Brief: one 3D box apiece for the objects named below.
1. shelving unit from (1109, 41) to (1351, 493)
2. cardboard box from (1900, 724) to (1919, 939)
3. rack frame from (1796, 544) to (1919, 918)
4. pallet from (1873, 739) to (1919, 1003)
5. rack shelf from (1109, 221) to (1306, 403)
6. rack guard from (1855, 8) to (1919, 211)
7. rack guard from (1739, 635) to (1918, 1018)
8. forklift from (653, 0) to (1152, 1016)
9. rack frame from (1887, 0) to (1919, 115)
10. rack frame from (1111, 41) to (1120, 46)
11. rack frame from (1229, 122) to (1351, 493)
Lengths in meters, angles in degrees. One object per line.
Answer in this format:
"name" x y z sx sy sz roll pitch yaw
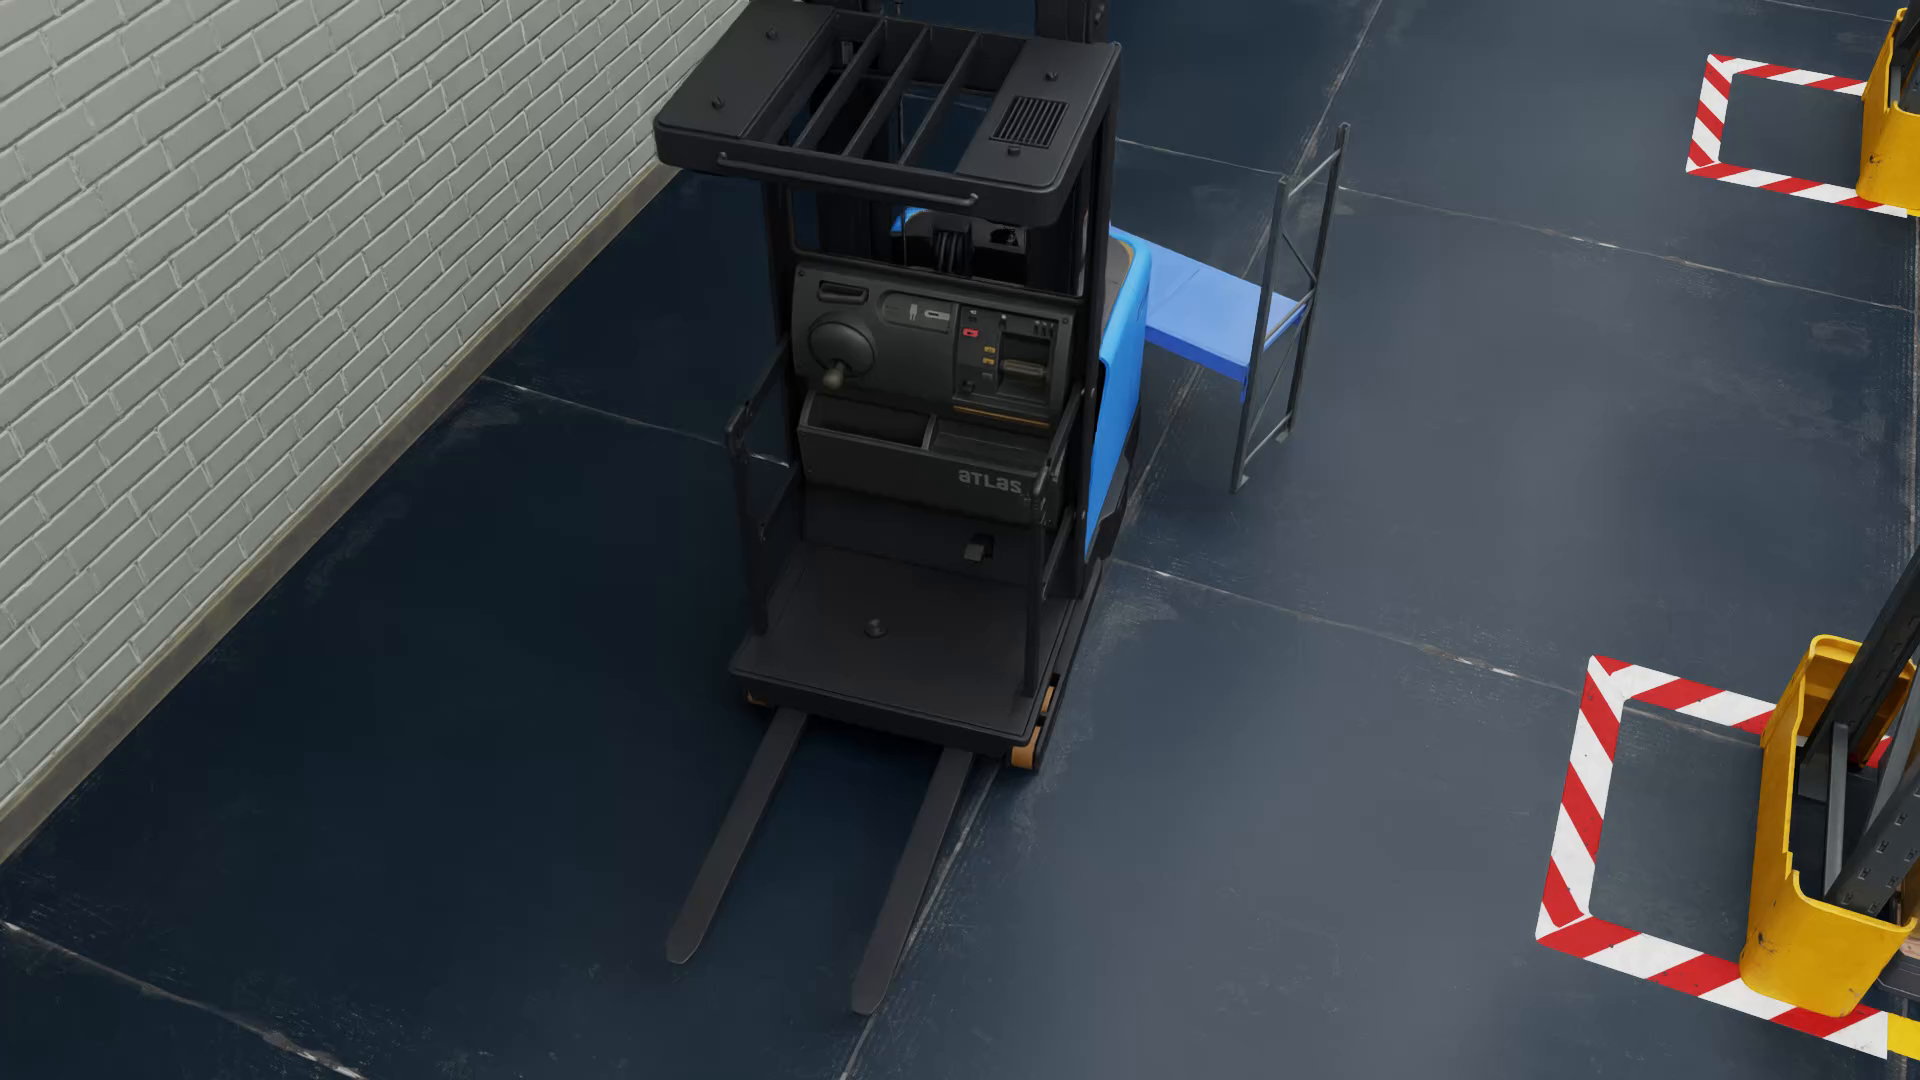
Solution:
"shelving unit" 0.882 -1.091 6.782 1.048 1.500 0.538 28 51 25
"cardboard box" 3.512 0.762 5.066 0.875 0.875 0.875 16 47 16
"rack frame" 2.891 0.036 4.587 0.127 3.000 1.000 16 47 16
"pallet" 3.659 1.191 5.404 1.213 0.211 1.003 16 47 16
"rack shelf" 0.882 -0.963 6.909 1.000 0.185 0.538 28 51 25
"rack guard" 4.964 -2.258 8.665 0.348 0.500 1.175 16 47 16
"rack guard" 2.869 0.916 5.475 0.348 0.500 1.175 16 47 16
"forklift" -0.157 -0.541 5.215 1.130 2.935 3.031 12 46 12
"rack frame" 4.894 -3.165 7.805 0.127 3.000 1.000 16 47 16
"rack frame" 0.476 -1.306 6.998 0.032 1.500 0.500 28 51 25
"rack frame" 1.289 -0.876 6.566 0.032 1.500 0.500 28 51 25
